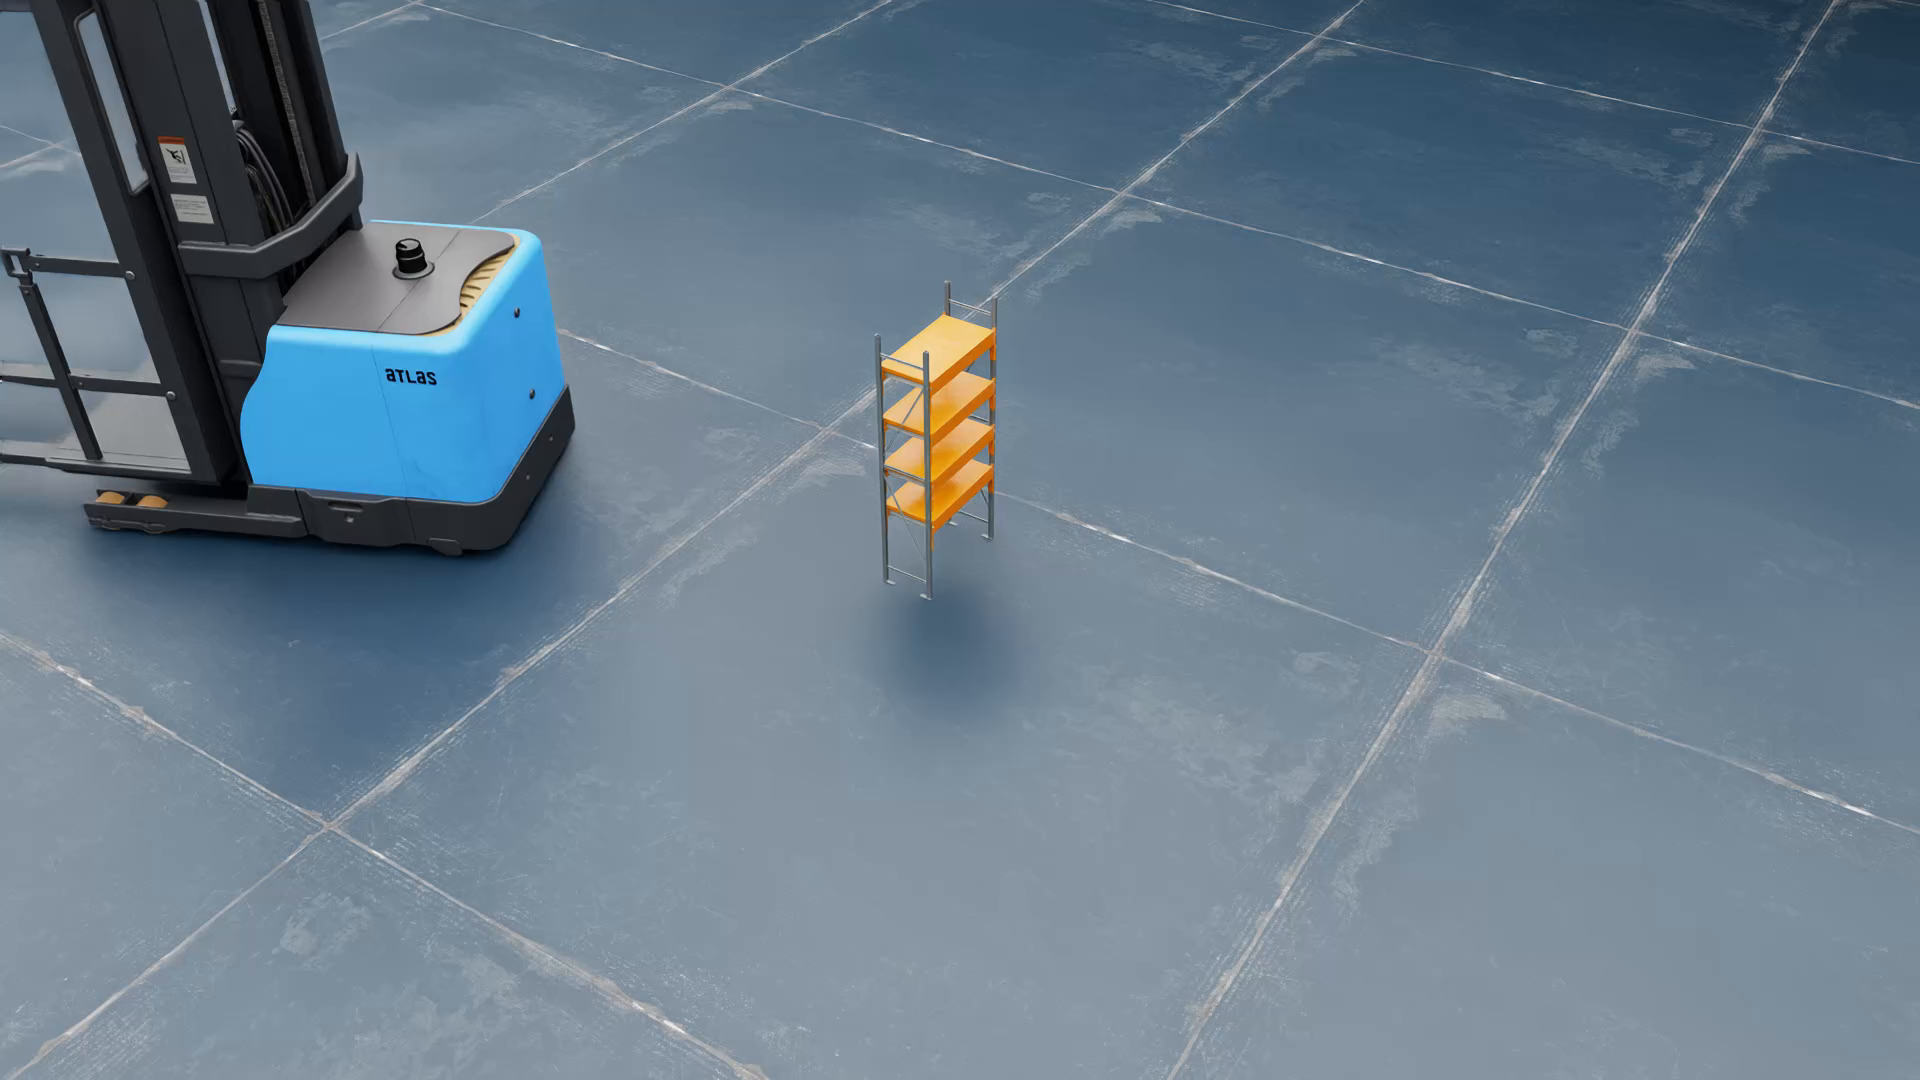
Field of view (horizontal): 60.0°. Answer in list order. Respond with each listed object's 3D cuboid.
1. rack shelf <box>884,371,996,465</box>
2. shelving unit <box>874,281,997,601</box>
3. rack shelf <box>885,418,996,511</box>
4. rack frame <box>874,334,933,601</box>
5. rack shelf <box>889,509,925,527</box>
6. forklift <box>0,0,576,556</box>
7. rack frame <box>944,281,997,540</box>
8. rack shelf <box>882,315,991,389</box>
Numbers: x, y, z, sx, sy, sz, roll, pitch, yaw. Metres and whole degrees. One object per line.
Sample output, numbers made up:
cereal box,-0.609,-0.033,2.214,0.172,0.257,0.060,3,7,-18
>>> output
rack shelf,-0.089,-0.514,6.677,0.258,0.148,0.480,21,42,25
shelving unit,-0.089,-0.390,6.773,0.258,1.200,0.503,21,42,25
rack shelf,-0.089,-0.337,6.814,0.258,0.148,0.480,21,42,25
rack frame,-0.219,-0.264,6.610,0.240,1.200,0.015,21,42,25
rack shelf,-0.089,-0.202,6.918,0.199,0.029,0.442,21,42,25
forklift,-3.368,-1.501,6.796,3.031,2.935,1.130,5,38,7
rack frame,0.042,-0.516,6.936,0.240,1.200,0.015,21,42,25
rack shelf,-0.089,-0.732,6.509,0.221,0.050,0.457,21,42,25
